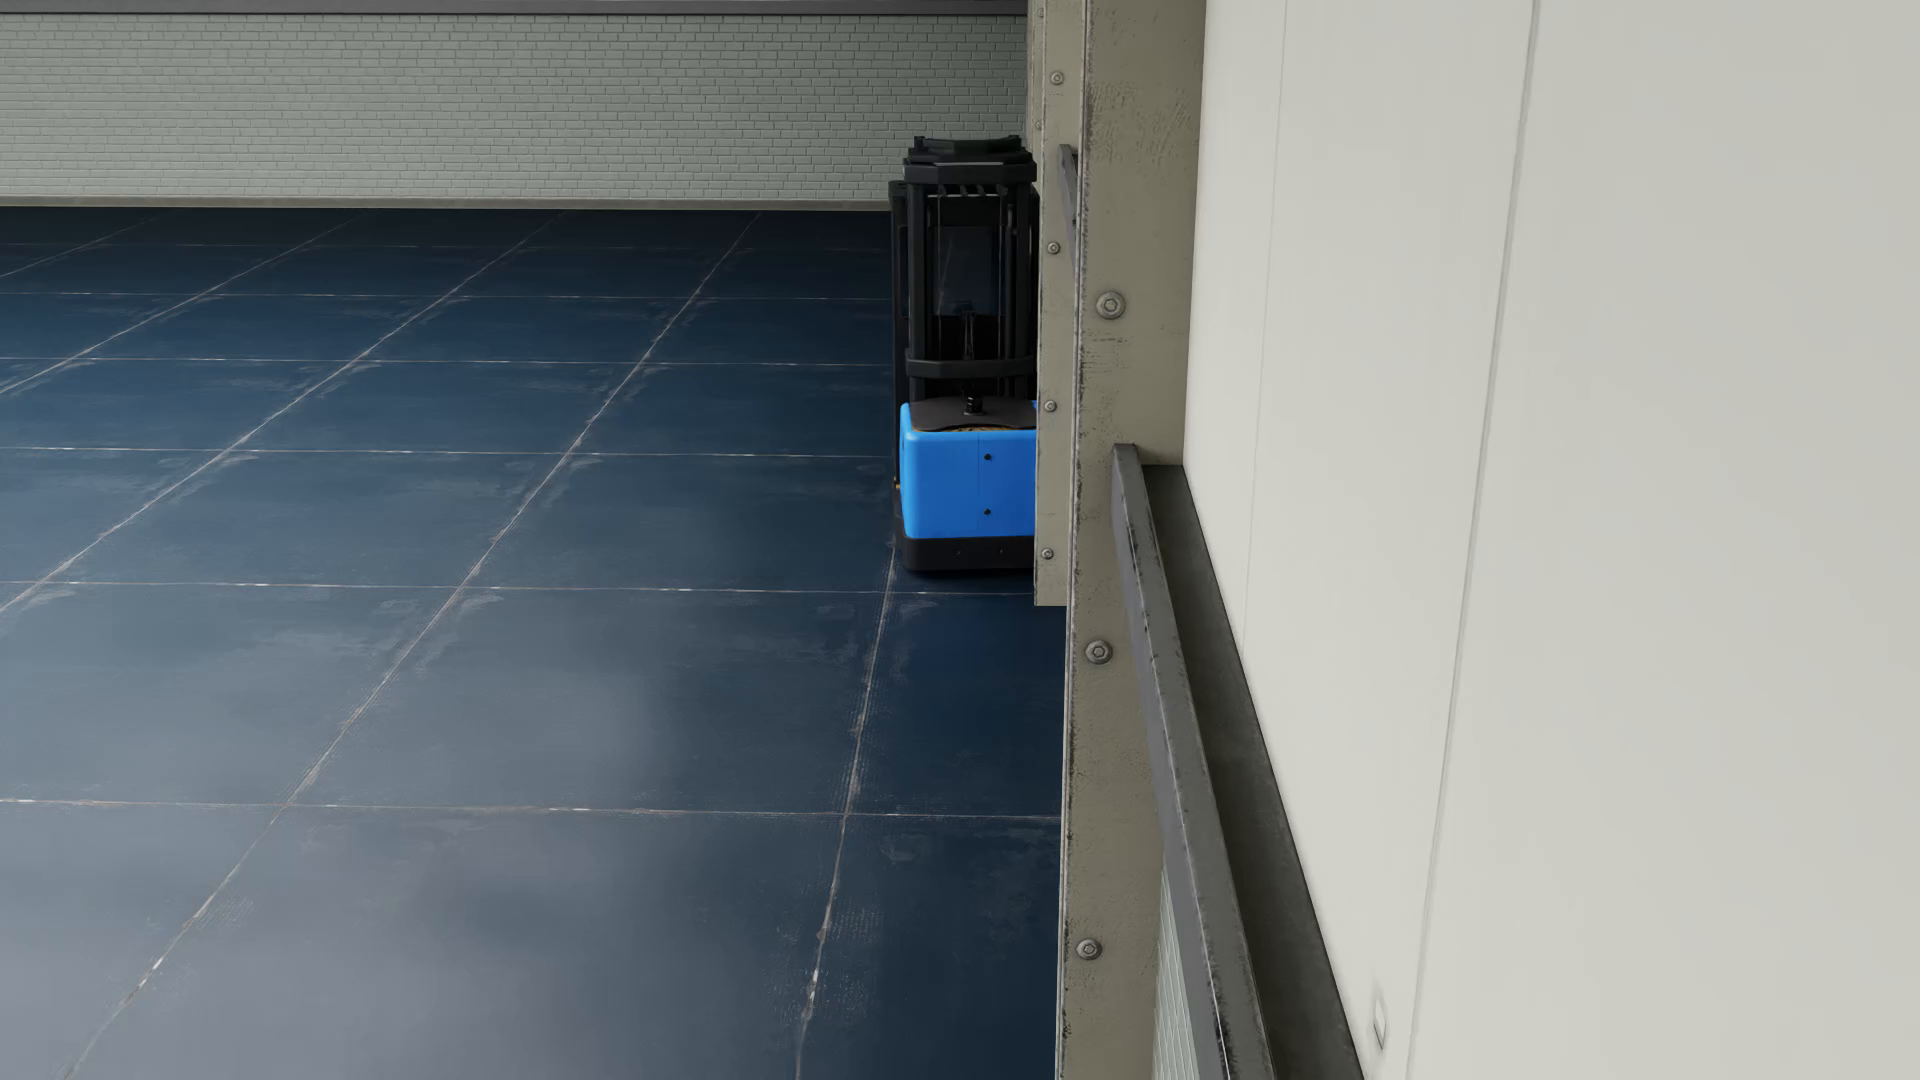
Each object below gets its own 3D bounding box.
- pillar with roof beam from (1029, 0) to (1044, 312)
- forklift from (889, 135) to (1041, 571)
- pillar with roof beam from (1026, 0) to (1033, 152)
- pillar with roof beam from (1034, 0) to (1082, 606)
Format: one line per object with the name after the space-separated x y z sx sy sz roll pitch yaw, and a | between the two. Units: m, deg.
-3.450 -6.034 15.641 9.100 9.000 0.400 1 21 2 | pillar with roof beam
0.027 -1.639 12.701 1.130 2.935 3.031 -1 21 -4 | forklift
-3.268 -8.204 21.232 9.100 9.000 0.400 1 21 2 | pillar with roof beam
-3.633 -3.865 10.050 9.100 9.000 0.400 1 21 2 | pillar with roof beam
